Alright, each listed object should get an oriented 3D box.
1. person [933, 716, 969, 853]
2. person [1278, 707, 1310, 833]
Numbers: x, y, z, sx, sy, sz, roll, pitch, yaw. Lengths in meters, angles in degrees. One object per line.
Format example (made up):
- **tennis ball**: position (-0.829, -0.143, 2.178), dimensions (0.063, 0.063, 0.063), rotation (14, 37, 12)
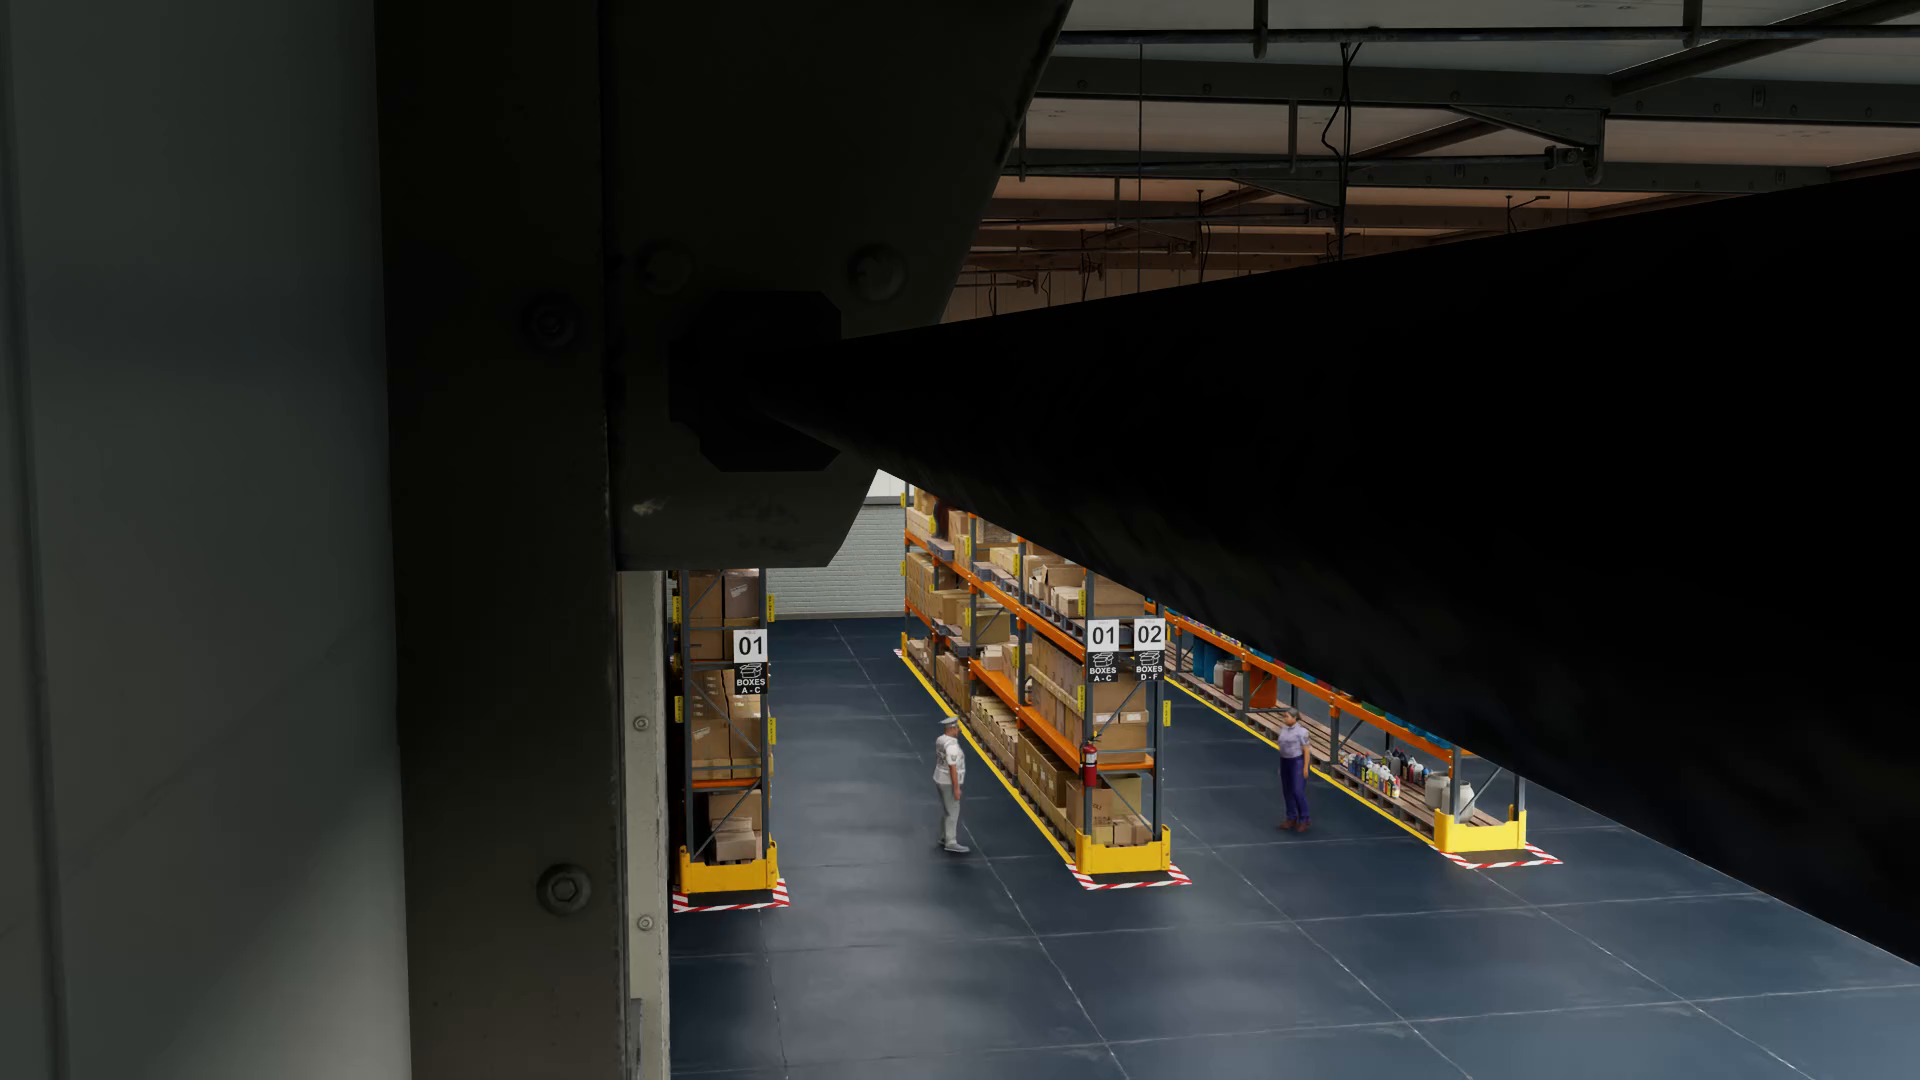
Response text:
- **person**: position (-0.128, 3.238, 21.857), dimensions (0.407, 1.857, 0.613), rotation (-2, 6, -16)
- **person**: position (4.581, 3.156, 22.884), dimensions (0.377, 1.694, 0.553), rotation (-3, 7, -29)
